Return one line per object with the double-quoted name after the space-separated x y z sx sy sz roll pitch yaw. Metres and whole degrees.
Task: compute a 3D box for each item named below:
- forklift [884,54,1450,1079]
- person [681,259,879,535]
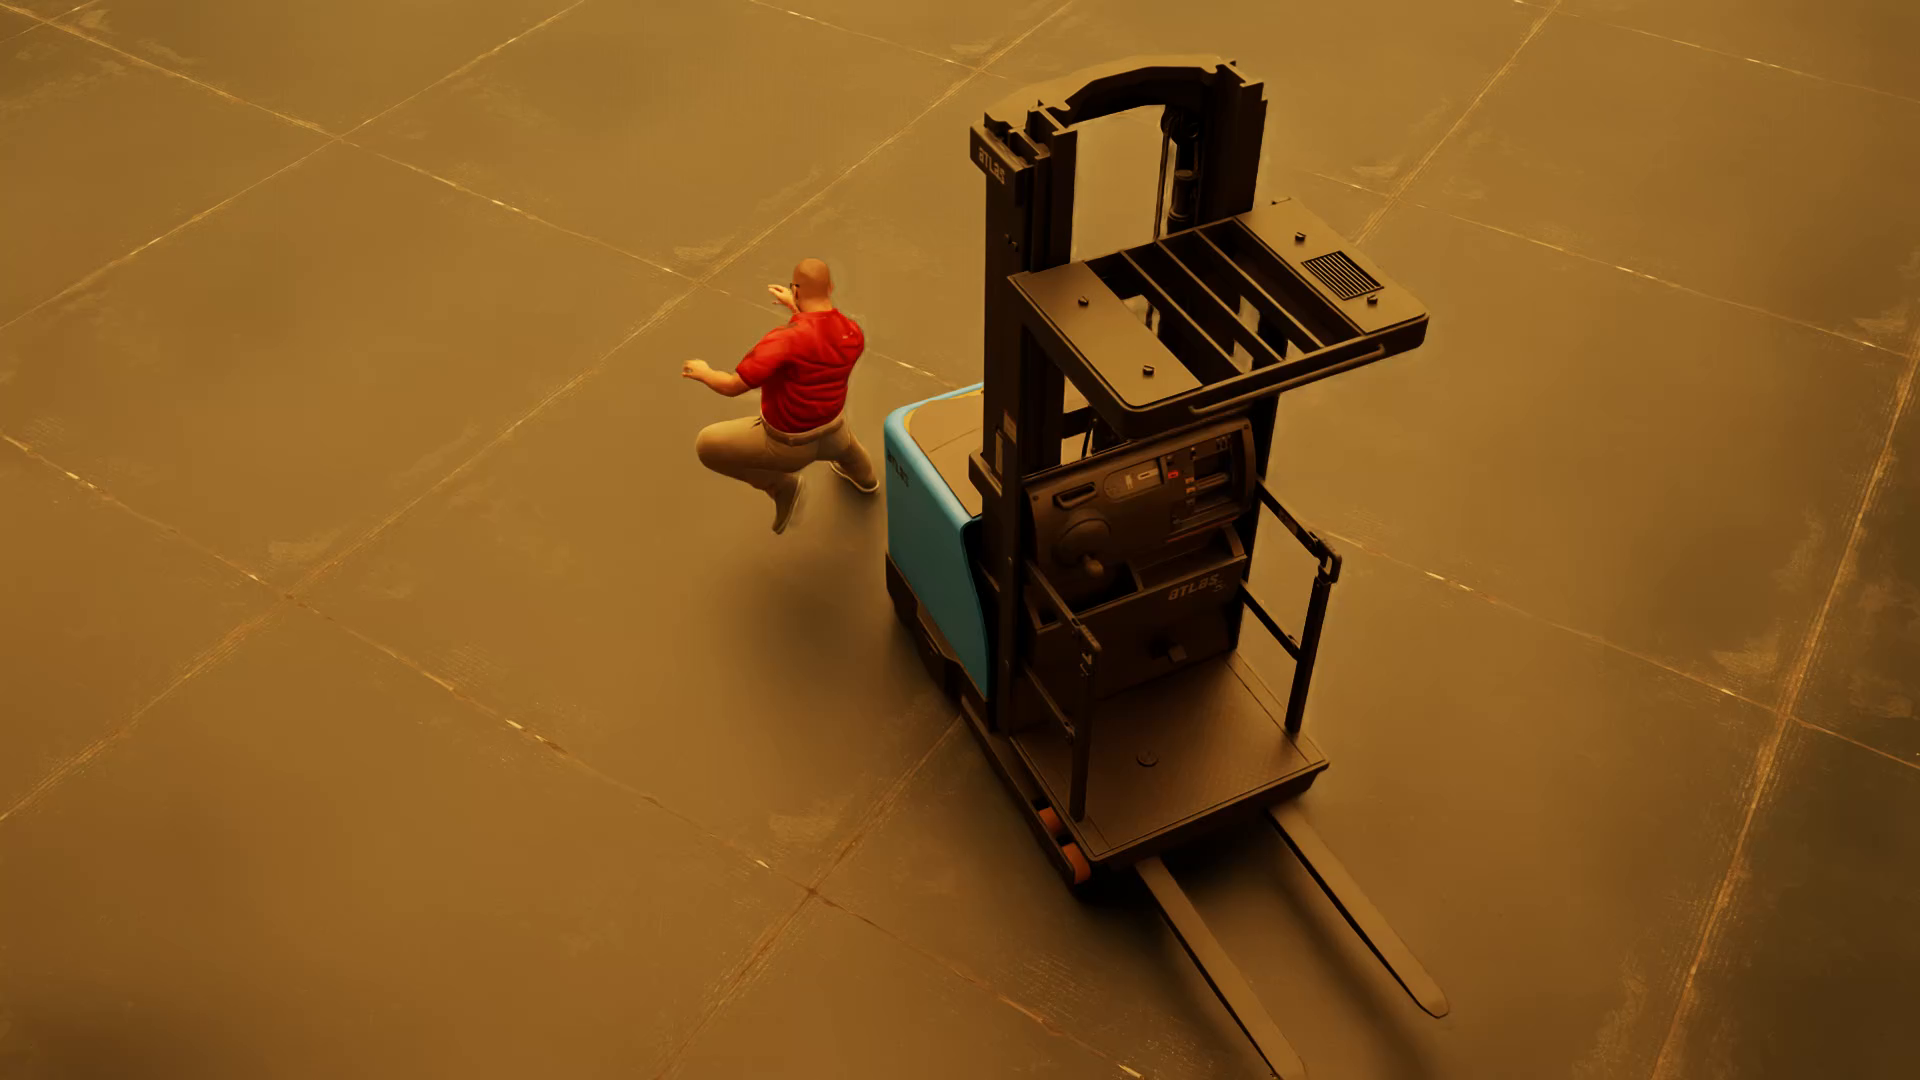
0.768 -0.061 5.913 1.130 2.935 3.031 -19 47 -19 "forklift"
-0.804 -0.683 7.557 0.883 1.477 0.798 -29 51 -27 "person"
